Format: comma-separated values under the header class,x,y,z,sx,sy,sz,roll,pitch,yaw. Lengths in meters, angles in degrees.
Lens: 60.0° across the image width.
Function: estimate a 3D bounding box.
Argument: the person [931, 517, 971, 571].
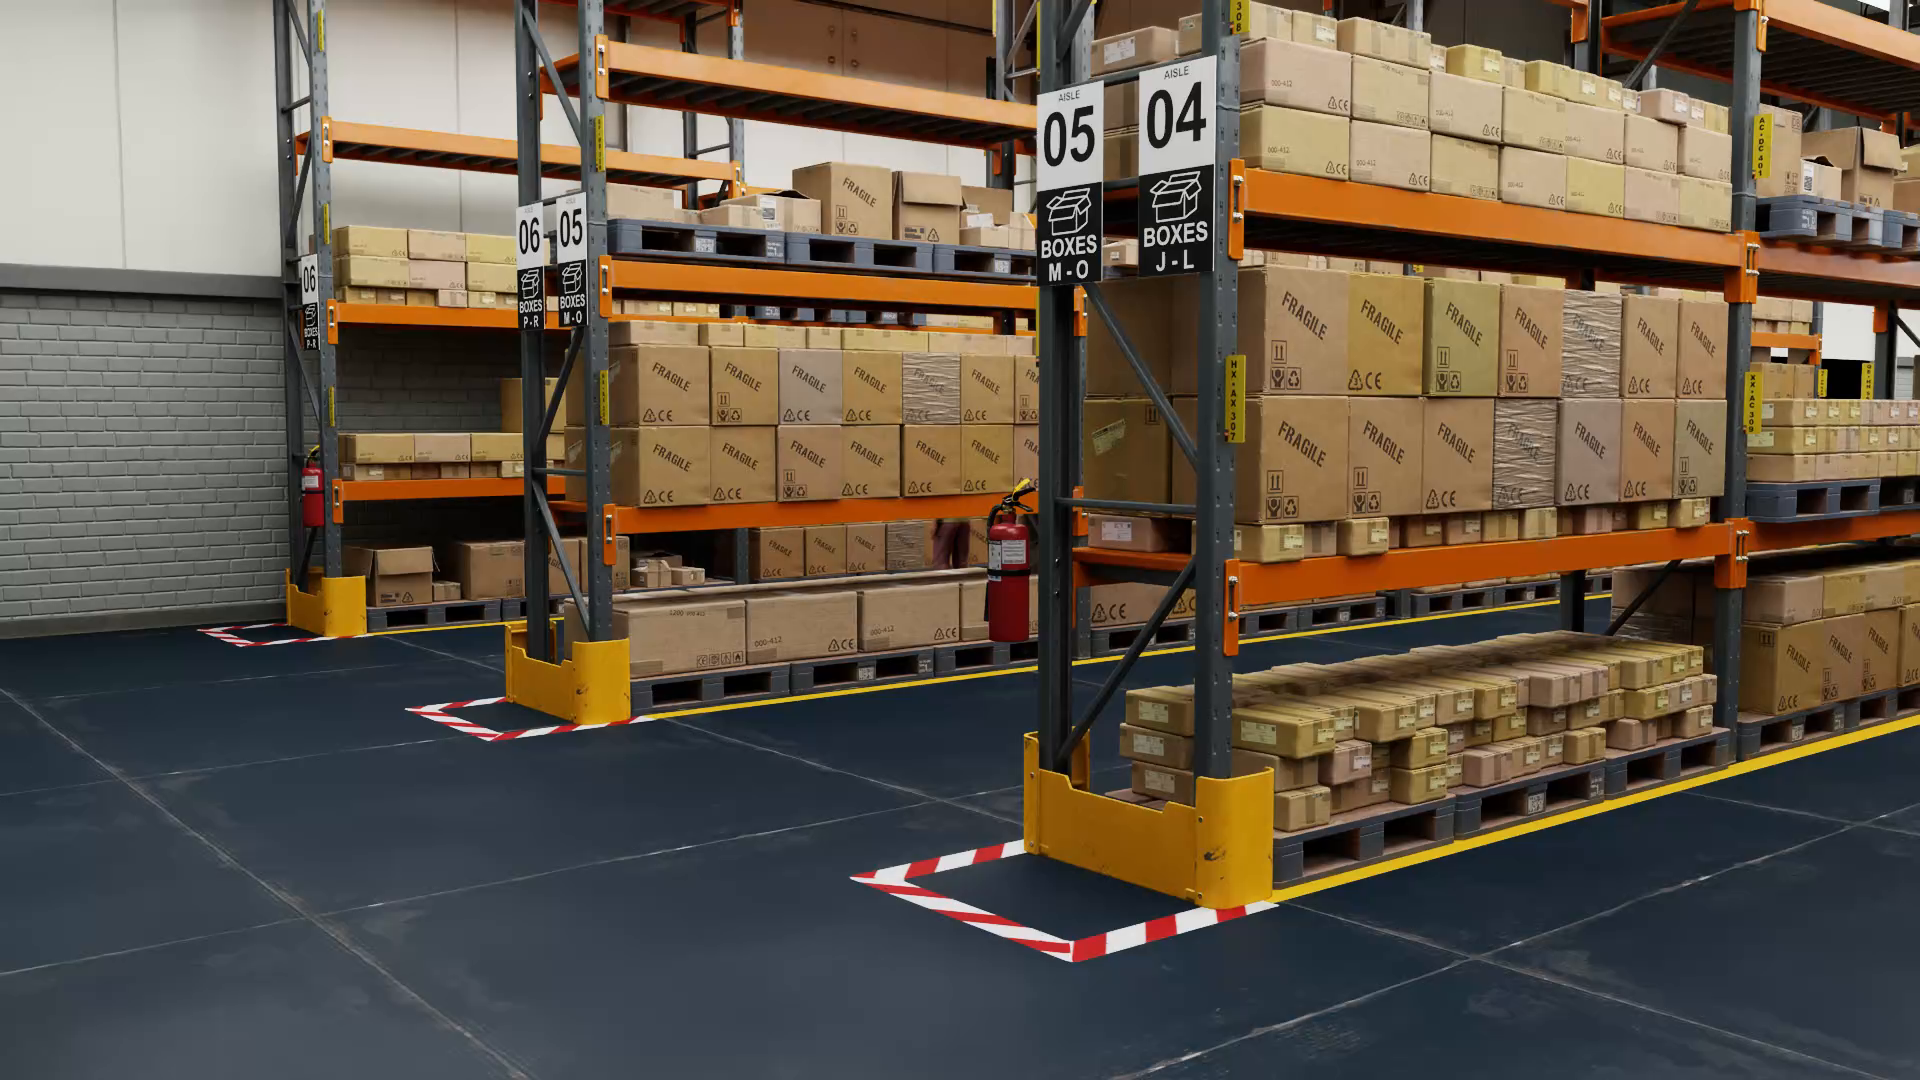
class,x,y,z,sx,sy,sz,roll,pitch,yaw
person,-0.072,-0.126,15.428,0.445,1.673,0.369,-3,6,-38
